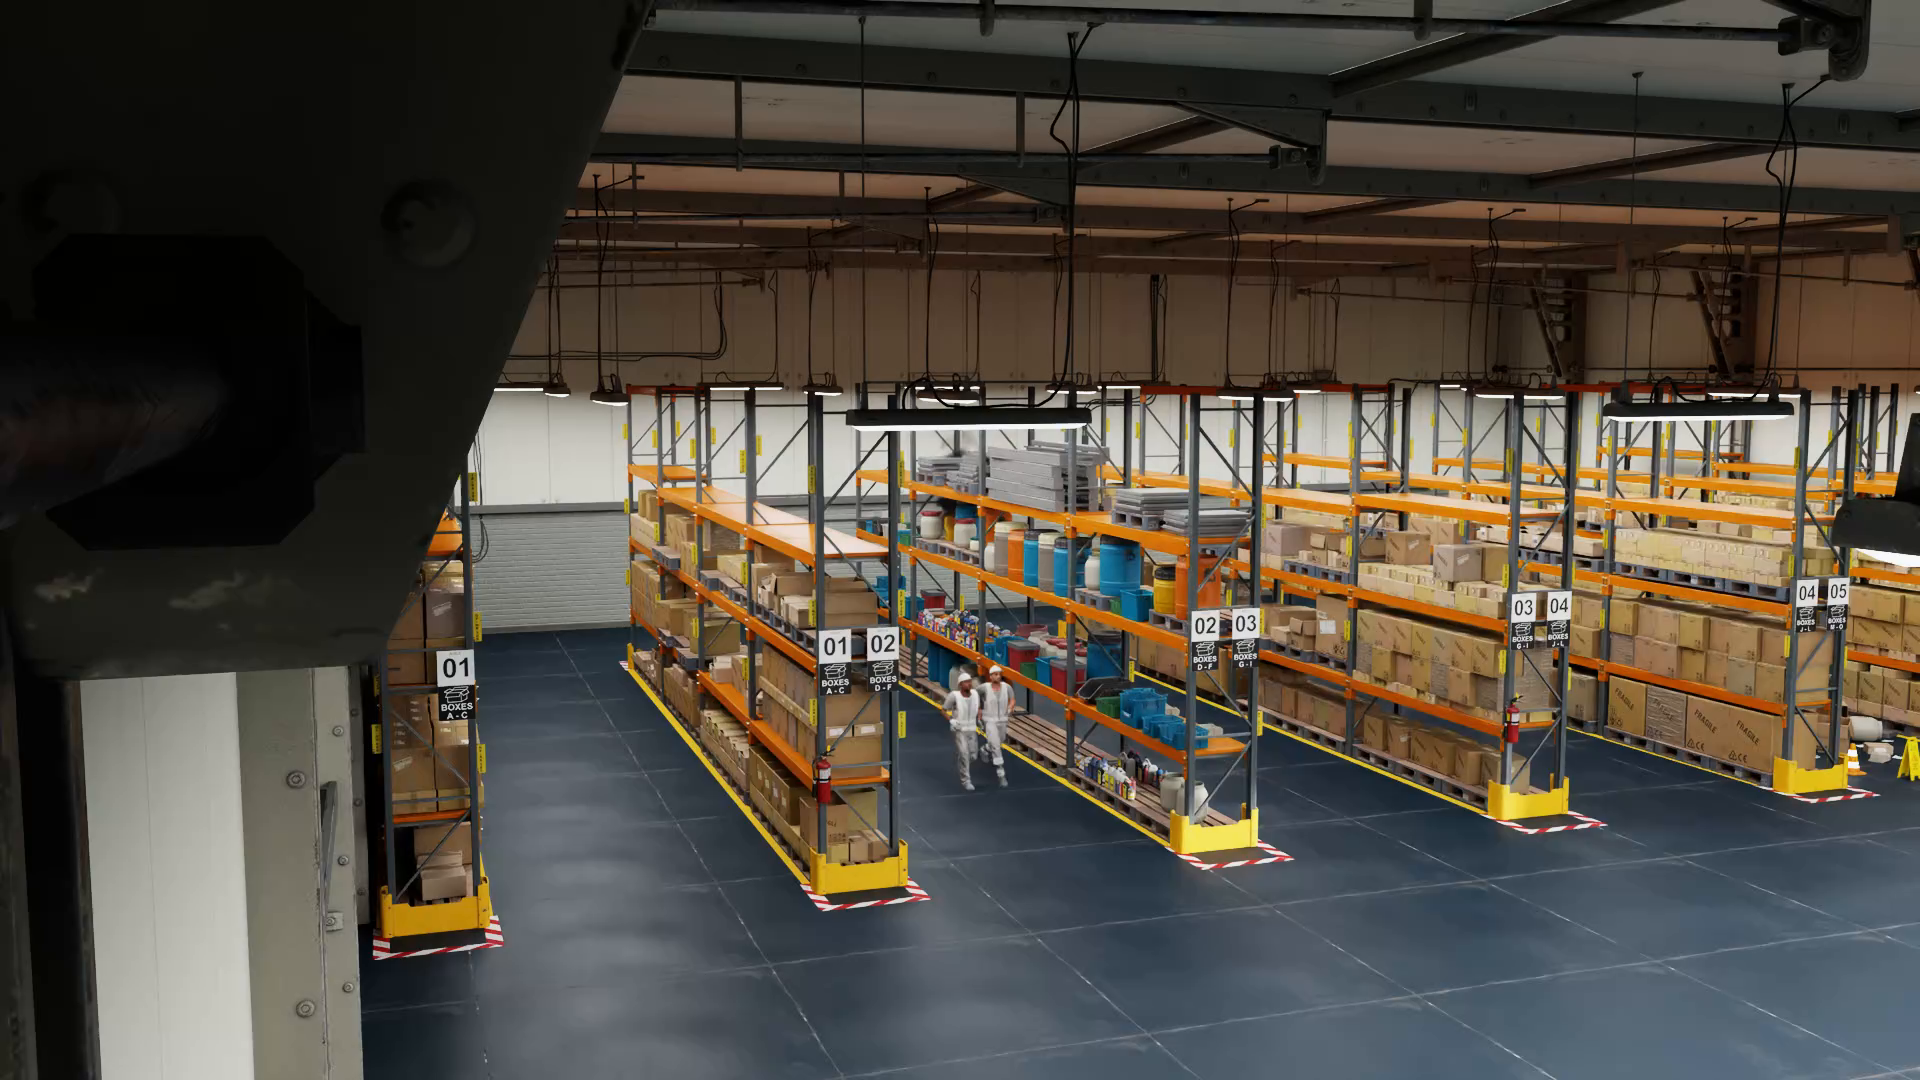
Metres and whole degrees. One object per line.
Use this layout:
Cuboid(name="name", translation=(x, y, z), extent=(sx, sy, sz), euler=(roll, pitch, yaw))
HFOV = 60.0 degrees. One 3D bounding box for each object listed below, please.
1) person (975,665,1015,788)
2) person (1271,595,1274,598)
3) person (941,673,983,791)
Cuboid(name="person", translation=(0.553, 2.806, 25.609), extent=(0.623, 1.790, 1.172), euler=(-3, 7, -26))
Cuboid(name="person", translation=(6.375, 1.973, 33.633), extent=(0.645, 1.844, 0.847), euler=(-3, 7, -25))
Cuboid(name="person", translation=(0.026, 2.872, 25.163), extent=(0.677, 1.756, 0.696), euler=(-3, 7, -28))
